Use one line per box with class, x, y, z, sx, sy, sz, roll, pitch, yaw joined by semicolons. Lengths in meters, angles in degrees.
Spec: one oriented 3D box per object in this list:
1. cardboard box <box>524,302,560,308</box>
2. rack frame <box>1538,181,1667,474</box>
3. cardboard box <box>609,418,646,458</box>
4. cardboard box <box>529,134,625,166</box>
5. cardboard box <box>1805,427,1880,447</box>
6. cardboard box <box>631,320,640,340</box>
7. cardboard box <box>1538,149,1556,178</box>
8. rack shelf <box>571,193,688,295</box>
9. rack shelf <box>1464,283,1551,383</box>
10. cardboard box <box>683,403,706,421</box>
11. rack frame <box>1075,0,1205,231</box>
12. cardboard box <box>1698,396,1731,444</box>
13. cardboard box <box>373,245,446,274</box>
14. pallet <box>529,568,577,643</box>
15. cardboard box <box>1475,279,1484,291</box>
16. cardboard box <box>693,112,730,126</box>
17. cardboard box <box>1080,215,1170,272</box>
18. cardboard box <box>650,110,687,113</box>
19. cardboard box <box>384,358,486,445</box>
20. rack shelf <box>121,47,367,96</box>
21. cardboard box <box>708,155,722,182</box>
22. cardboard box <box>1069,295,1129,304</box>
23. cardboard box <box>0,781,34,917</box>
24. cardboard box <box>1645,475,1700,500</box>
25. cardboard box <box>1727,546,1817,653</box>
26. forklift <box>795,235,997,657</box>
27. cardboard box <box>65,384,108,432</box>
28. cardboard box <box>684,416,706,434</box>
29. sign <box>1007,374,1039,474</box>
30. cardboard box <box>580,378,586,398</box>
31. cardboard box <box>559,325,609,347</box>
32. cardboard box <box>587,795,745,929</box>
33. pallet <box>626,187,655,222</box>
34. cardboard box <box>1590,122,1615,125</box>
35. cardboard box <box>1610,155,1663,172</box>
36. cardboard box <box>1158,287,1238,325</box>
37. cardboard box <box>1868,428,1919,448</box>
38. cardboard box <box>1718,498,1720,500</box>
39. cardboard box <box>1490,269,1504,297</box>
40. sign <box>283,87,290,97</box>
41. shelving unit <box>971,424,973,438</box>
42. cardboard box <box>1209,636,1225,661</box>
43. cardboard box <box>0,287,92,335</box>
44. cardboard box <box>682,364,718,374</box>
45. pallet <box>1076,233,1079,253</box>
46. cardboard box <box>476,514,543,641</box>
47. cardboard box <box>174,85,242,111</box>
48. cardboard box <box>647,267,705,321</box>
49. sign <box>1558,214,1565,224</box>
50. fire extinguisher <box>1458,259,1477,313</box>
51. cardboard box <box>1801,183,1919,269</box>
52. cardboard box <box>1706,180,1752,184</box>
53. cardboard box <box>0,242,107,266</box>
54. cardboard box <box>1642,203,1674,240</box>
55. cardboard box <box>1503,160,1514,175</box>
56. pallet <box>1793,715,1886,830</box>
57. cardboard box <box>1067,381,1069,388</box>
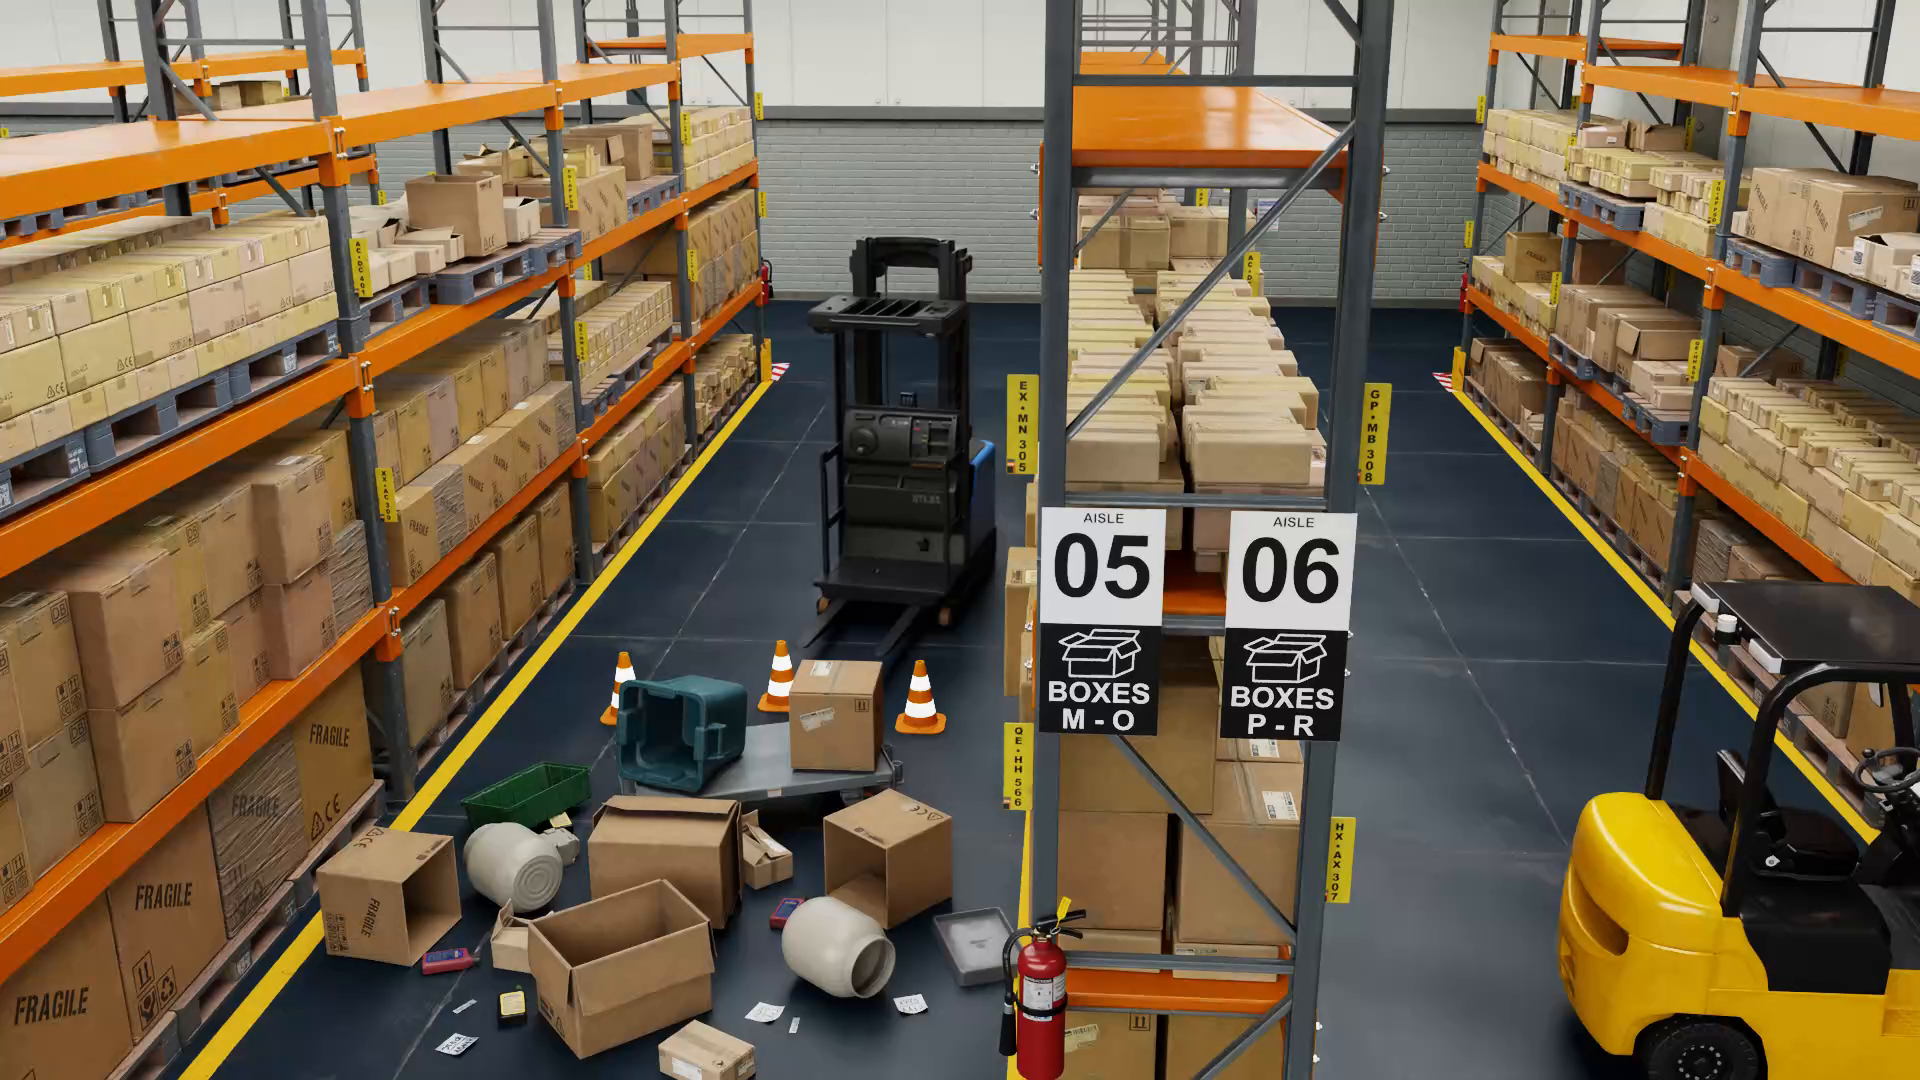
cardboard box;-3.910;-2.159;15.795;0.380;0.149;0.250;2;18;6
rack frame;6.564;-2.121;16.906;1.000;3.000;0.127;1;18;4
cardboard box;-3.243;-0.955;15.484;0.500;0.250;0.500;1;18;4
cardboard box;-3.574;-3.507;15.478;0.797;0.503;0.637;1;18;3
cardboard box;5.956;-0.658;11.239;0.380;0.149;0.250;1;18;4
cardboard box;-3.254;-1.994;15.769;0.380;0.149;0.250;1;18;4
cardboard box;6.376;-3.934;17.384;0.500;0.250;0.500;1;18;2
rack shelf;-3.475;-2.772;15.231;1.077;0.370;4.000;1;18;4
rack shelf;6.707;-2.400;18.914;1.077;0.370;4.000;1;18;4
cardboard box;-2.987;-1.401;18.136;0.380;0.149;0.250;2;18;6
rack frame;1.326;-3.839;12.515;1.000;3.000;0.127;1;18;4
cardboard box;5.977;-0.913;12.658;0.500;0.250;0.500;1;18;4
cardboard box;-3.545;-1.808;10.701;0.380;0.149;0.250;1;18;4
pallet;-3.750;0.501;13.383;1.003;0.211;1.213;1;18;4
cardboard box;6.553;-3.148;20.444;0.380;0.149;0.250;1;18;3
cardboard box;-2.898;-4.908;19.390;0.380;0.149;0.250;1;18;3
cardboard box;0.954;-1.720;9.629;0.500;0.250;0.500;2;18;5
cardboard box;-3.442;-5.001;19.675;0.380;0.149;0.250;2;18;5
cardboard box;-3.767;-0.976;11.644;0.700;0.500;0.500;1;18;3
rack shelf;-8.128;-5.392;19.052;1.077;0.370;4.000;1;18;4
cardboard box;-2.952;-4.119;18.427;0.500;0.250;0.500;2;18;6
cardboard box;0.628;-1.096;8.084;0.380;0.149;0.250;1;18;4
cardboard box;-4.211;1.230;6.439;0.875;0.550;0.550;1;18;4
cardboard box;6.049;-0.443;14.084;0.380;0.149;0.250;0;18;1
cardboard box;6.180;0.447;12.209;0.875;0.625;0.625;2;18;6
forklift;-0.524;-0.828;13.069;1.130;2.935;3.031;4;19;13
cardboard box;-3.776;-0.549;6.859;0.380;0.149;0.250;1;18;4
cardboard box;-2.985;-1.261;18.184;0.380;0.149;0.250;0;18;2
sign;0.200;-0.369;5.318;0.100;0.325;0.005;1;18;4
cardboard box;-3.385;-1.282;14.075;0.380;0.149;0.250;1;18;3
cardboard box;-3.334;-1.811;14.735;0.380;0.149;0.250;1;18;2
cardboard box;-1.588;1.725;8.958;0.797;0.637;0.503;1;18;4
pallet;-3.554;-3.134;15.483;1.213;0.211;1.003;1;18;4
cardboard box;6.941;-4.321;17.761;0.500;0.250;0.500;1;18;3
cardboard box;6.144;-3.409;15.110;0.380;0.149;0.250;2;18;5
cardboard box;1.184;-1.166;8.298;0.380;0.149;0.250;2;18;5
cardboard box;6.365;-0.652;11.219;0.380;0.149;0.250;2;18;5
cardboard box;6.642;-0.167;14.283;0.500;0.500;0.500;1;18;4
cardboard box;6.480;-2.984;19.304;0.500;0.250;0.500;1;18;3
sign;-8.538;-5.587;21.135;0.100;0.325;0.005;1;18;4
shelving unit;0.004;-0.516;15.137;0.215;1.050;0.252;1;18;4
cardboard box;1.161;0.689;7.691;0.500;0.500;0.500;1;18;3
cardboard box;-3.777;-0.927;6.733;0.380;0.149;0.250;1;18;3
cardboard box;-3.020;-1.949;19.329;0.380;0.149;0.250;1;18;2
pallet;1.319;-2.525;13.625;1.213;0.211;1.003;2;18;6
cardboard box;-3.811;0.261;12.576;1.050;0.750;0.750;2;18;5
cardboard box;-8.198;-4.820;18.126;0.500;0.250;0.500;0;18;0
cardboard box;-3.045;-2.647;17.872;0.500;0.500;0.500;1;18;3
sign;7.403;-4.045;20.411;0.100;0.325;0.005;1;18;4
fire extinguisher;6.400;-3.205;20.938;0.296;0.674;0.183;1;18;4
cardboard box;5.909;-2.063;10.916;0.500;0.500;0.500;2;18;5
cardboard box;6.131;-2.756;13.151;0.380;0.149;0.250;1;18;2
cardboard box;-4.342;-1.335;7.978;0.380;0.149;0.250;1;18;5
cardboard box;6.143;-2.709;14.125;0.500;0.250;0.500;1;18;4
cardboard box;6.436;-4.258;19.013;0.380;0.149;0.250;1;18;4
pallet;6.004;1.459;10.458;1.003;0.211;1.213;1;18;4
cardboard box;0.590;-0.482;6.849;0.500;0.250;0.500;2;18;5
